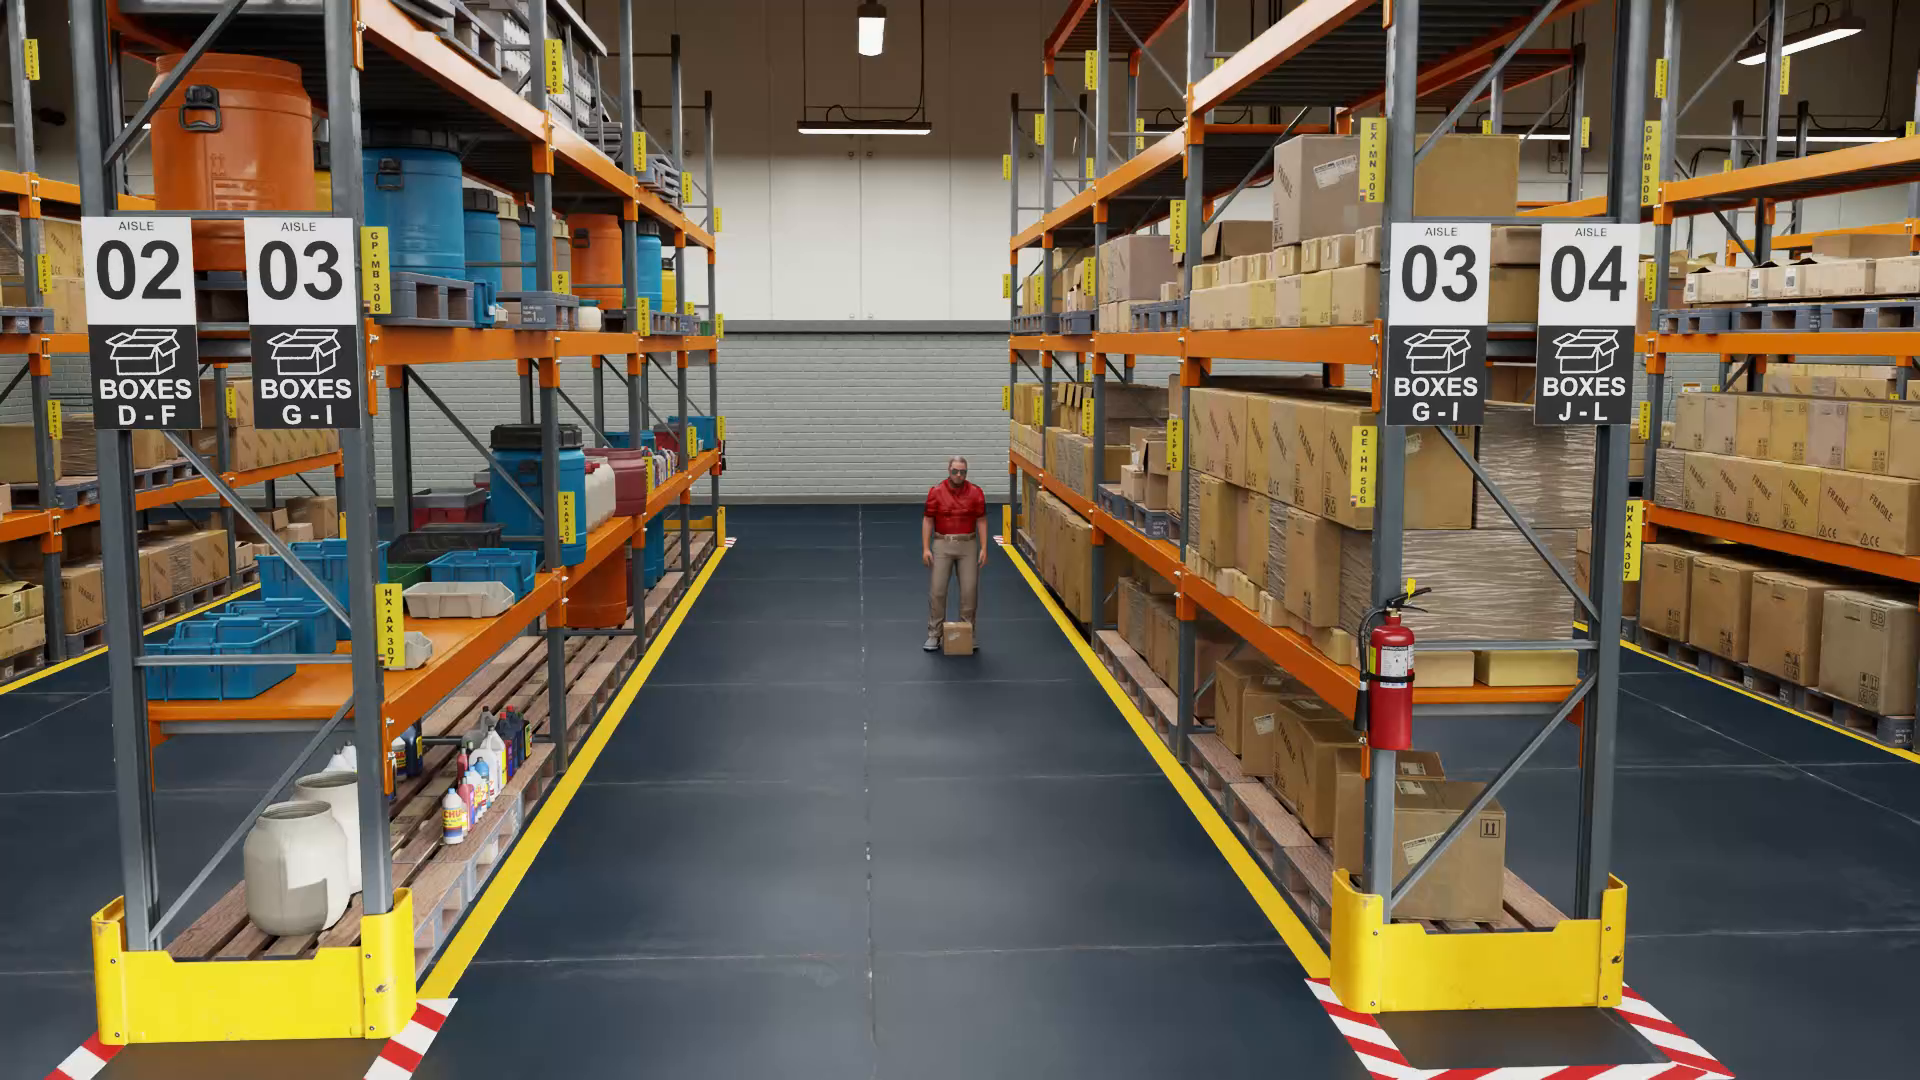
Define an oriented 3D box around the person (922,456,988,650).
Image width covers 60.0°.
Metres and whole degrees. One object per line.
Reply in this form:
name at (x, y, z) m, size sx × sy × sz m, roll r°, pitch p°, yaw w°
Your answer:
person at (-0.044, 0.108, 14.896) m, size 0.591 × 1.726 × 0.387 m, roll -1°, pitch 7°, yaw -5°
